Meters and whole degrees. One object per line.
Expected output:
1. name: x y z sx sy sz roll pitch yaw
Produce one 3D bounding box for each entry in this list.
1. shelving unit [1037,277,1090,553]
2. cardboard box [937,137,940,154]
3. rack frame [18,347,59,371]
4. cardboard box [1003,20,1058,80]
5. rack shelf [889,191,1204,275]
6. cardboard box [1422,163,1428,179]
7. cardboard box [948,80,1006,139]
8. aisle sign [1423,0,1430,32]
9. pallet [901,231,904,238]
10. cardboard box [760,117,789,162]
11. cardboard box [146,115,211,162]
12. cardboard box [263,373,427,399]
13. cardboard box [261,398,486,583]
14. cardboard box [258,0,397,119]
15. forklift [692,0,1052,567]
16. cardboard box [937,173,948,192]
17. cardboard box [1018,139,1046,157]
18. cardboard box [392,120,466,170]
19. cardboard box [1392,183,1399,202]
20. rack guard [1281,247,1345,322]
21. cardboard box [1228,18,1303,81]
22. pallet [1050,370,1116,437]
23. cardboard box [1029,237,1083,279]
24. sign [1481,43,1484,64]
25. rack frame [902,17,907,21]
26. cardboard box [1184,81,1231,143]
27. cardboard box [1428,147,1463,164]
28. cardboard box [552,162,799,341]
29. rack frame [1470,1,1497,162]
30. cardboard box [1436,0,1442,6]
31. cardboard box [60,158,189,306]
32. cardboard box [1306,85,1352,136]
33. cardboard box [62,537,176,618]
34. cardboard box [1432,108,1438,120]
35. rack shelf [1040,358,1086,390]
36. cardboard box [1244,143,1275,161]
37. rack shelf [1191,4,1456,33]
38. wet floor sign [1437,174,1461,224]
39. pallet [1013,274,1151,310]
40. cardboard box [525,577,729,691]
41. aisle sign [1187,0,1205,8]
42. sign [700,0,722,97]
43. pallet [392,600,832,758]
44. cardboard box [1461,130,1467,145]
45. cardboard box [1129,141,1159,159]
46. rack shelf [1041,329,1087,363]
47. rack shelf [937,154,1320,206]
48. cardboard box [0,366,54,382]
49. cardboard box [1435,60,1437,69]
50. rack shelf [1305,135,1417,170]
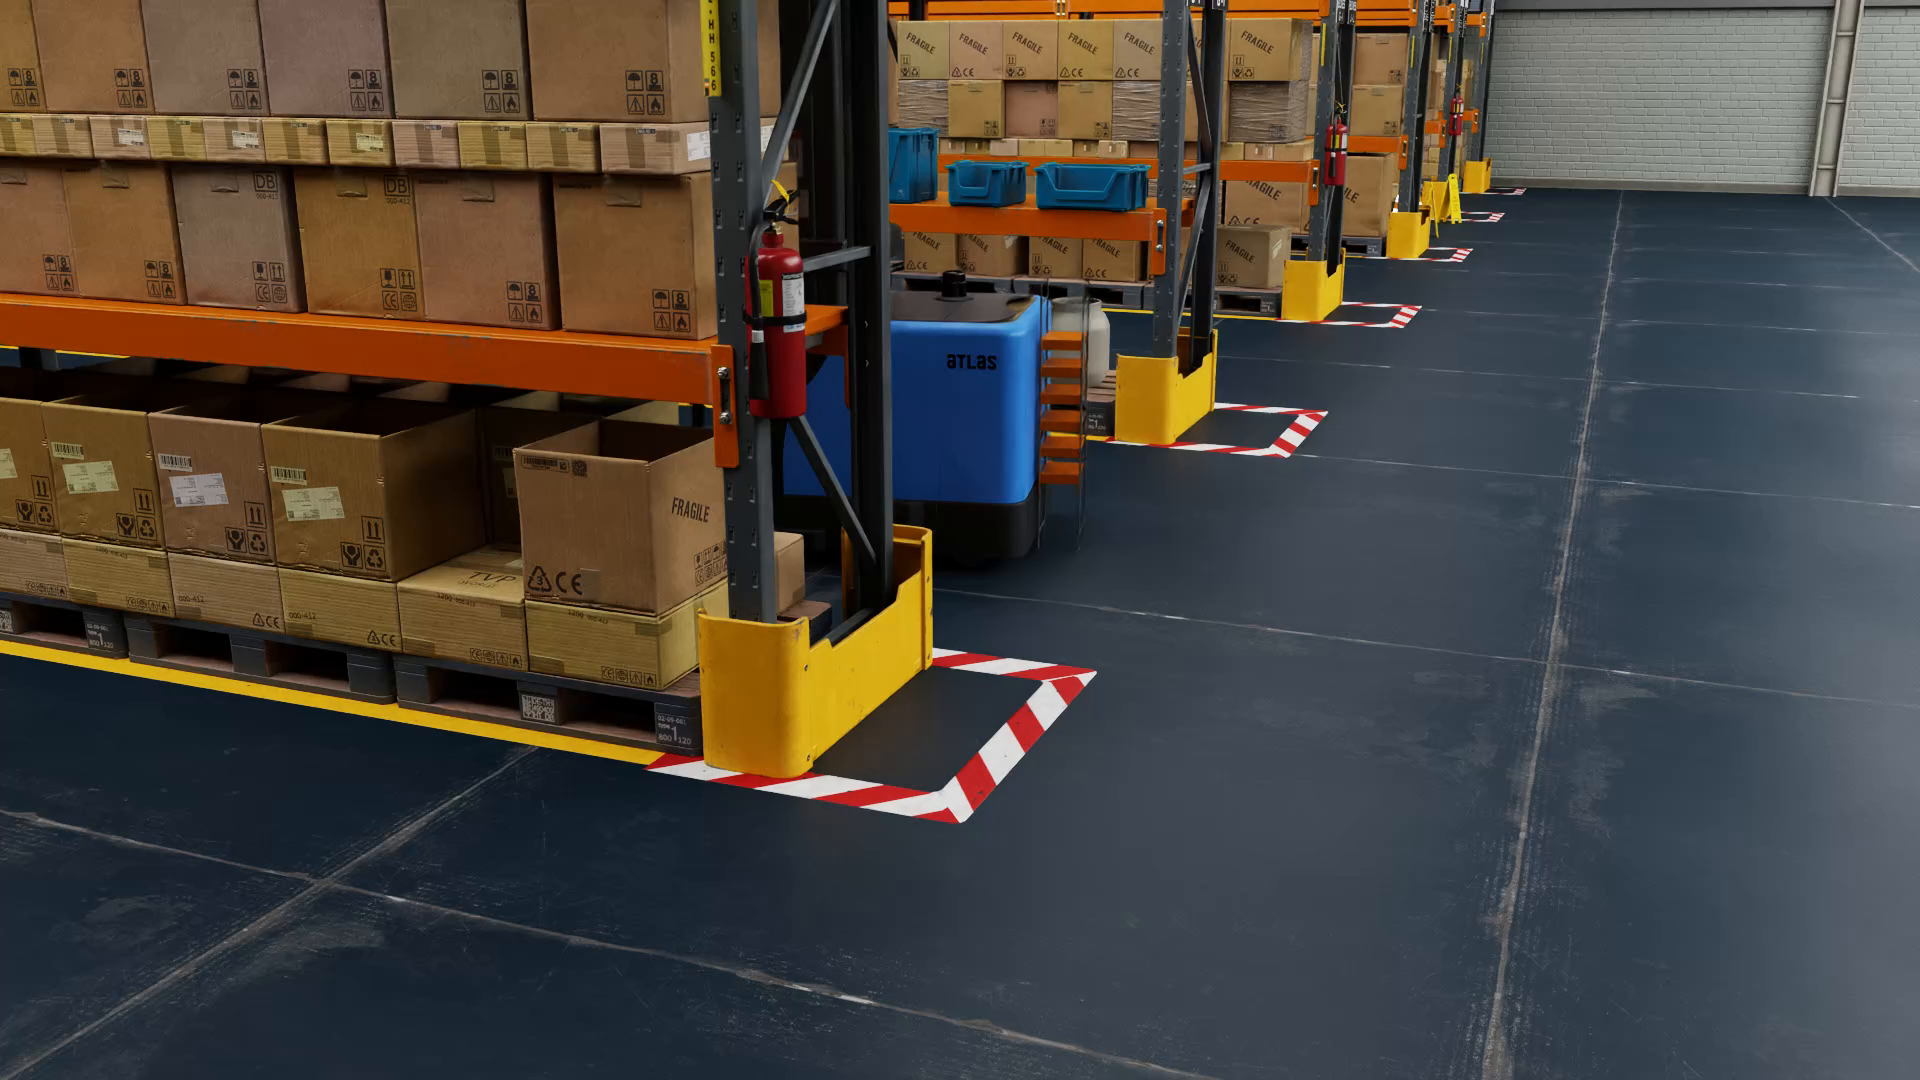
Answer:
1. shelving unit: 0.461 -0.555 7.433 0.189 1.200 0.258 3 16 10
2. cardboard box: -0.243 -3.597 15.135 0.250 0.149 0.380 6 17 21
3. rack frame: -4.199 -1.278 6.695 0.127 3.000 1.000 6 17 21
4. cardboard box: 0.695 -4.304 14.612 0.500 0.500 0.500 6 17 21
5. rack shelf: -0.518 -2.012 10.515 4.000 0.370 1.077 6 17 21
6. cardboard box: 7.602 -6.196 27.815 0.500 0.250 0.500 6 17 21
7. cardboard box: 0.287 -3.915 15.067 0.500 0.500 0.875 6 17 21
8. aisle sign: 5.030 -5.877 17.875 0.004 0.787 0.394 6 17 21
9. pallet: -0.531 -3.967 20.961 1.213 0.211 1.003 6 17 21
10. cardboard box: -0.764 -1.324 5.512 0.250 0.149 0.380 6 17 20
11. cardboard box: -2.578 -1.402 5.781 0.250 0.149 0.380 6 17 20
12. cardboard box: -2.290 -0.377 6.425 0.500 0.500 0.500 6 17 21
13. cardboard box: -2.022 -0.186 5.769 0.500 0.500 0.500 6 17 21
14. cardboard box: -1.917 -1.700 5.643 0.500 0.500 0.700 6 17 21
15. forklift: -1.126 -1.470 7.478 3.031 2.935 1.130 3 16 10
16. cardboard box: -0.153 -4.384 20.676 0.750 0.750 1.050 6 17 21
17. cardboard box: 0.701 -3.505 14.816 0.250 0.149 0.380 6 17 21
18. cardboard box: -1.619 -1.297 5.418 0.250 0.149 0.380 7 17 21
19. cardboard box: 5.923 -4.904 23.366 0.500 0.250 0.500 6 17 20
20. rack guard: 3.089 -2.245 14.510 0.348 0.500 1.175 6 17 21
21. cardboard box: 2.558 -4.101 13.913 0.500 0.500 0.500 6 17 21
22. pallet: 0.501 -0.894 10.374 1.213 0.211 1.003 6 17 21
23. cardboard box: 0.938 -2.697 15.314 0.500 0.500 0.500 5 17 16
24. sign: 8.402 -7.826 26.749 0.005 0.325 0.100 6 17 21
25. rack frame: -0.646 -6.826 25.807 0.127 3.000 1.000 6 17 21
26. cardboard box: 2.149 -3.712 14.367 0.500 0.500 0.875 6 17 21
27. cardboard box: 8.047 -6.386 27.571 0.500 0.250 0.500 6 17 20
28. cardboard box: -0.908 -0.968 5.448 0.500 0.500 0.700 6 17 21
29. rack frame: 8.614 -7.296 27.424 0.127 3.000 1.000 6 17 21
30. cardboard box: 6.362 -7.292 22.481 0.250 0.149 0.380 6 17 21
31. cardboard box: -2.826 -1.178 6.170 0.500 0.500 0.700 7 17 21
32. cardboard box: 4.193 -4.862 18.774 0.550 0.550 0.875 6 17 21
33. cardboard box: -2.953 0.072 6.224 0.500 0.250 0.500 6 17 21
34. cardboard box: 6.556 -5.976 23.328 0.250 0.149 0.380 6 17 21
35. rack shelf: 0.461 -0.743 7.379 0.180 0.103 0.258 3 16 10
36. cardboard box: 2.587 -3.318 14.174 0.250 0.149 0.380 6 17 21
37. rack shelf: 4.936 -7.307 23.375 4.000 0.370 1.077 6 17 21
38. wet floor sign: 6.580 -4.580 22.293 0.232 0.644 0.267 14 21 40
39. pallet: 1.216 -2.324 15.299 1.213 0.211 1.003 6 17 21
40. cardboard box: -1.085 0.272 5.536 0.500 0.250 0.500 6 17 21
41. aisle sign: 1.301 -3.317 9.057 0.004 0.787 0.394 6 17 21
42. sign: -0.690 -1.399 4.612 0.005 0.325 0.100 6 17 21
43. pallet: -1.205 0.403 5.907 1.213 0.211 1.003 6 17 21
44. cardboard box: 8.236 -6.755 27.947 0.500 0.250 0.500 6 17 20
45. cardboard box: 1.650 -3.416 14.511 0.250 0.149 0.380 6 17 21
46. rack shelf: 0.461 -0.858 7.345 0.180 0.103 0.258 3 16 10
47. rack shelf: 1.300 -3.297 14.940 4.000 0.370 1.077 6 17 21
48. cardboard box: -3.883 -0.391 6.473 0.500 0.500 0.500 6 17 21
49. cardboard box: 7.709 -7.817 27.343 0.250 0.149 0.380 7 17 22
50. rack shelf: 3.213 -4.573 19.335 4.000 0.370 1.077 6 17 21
